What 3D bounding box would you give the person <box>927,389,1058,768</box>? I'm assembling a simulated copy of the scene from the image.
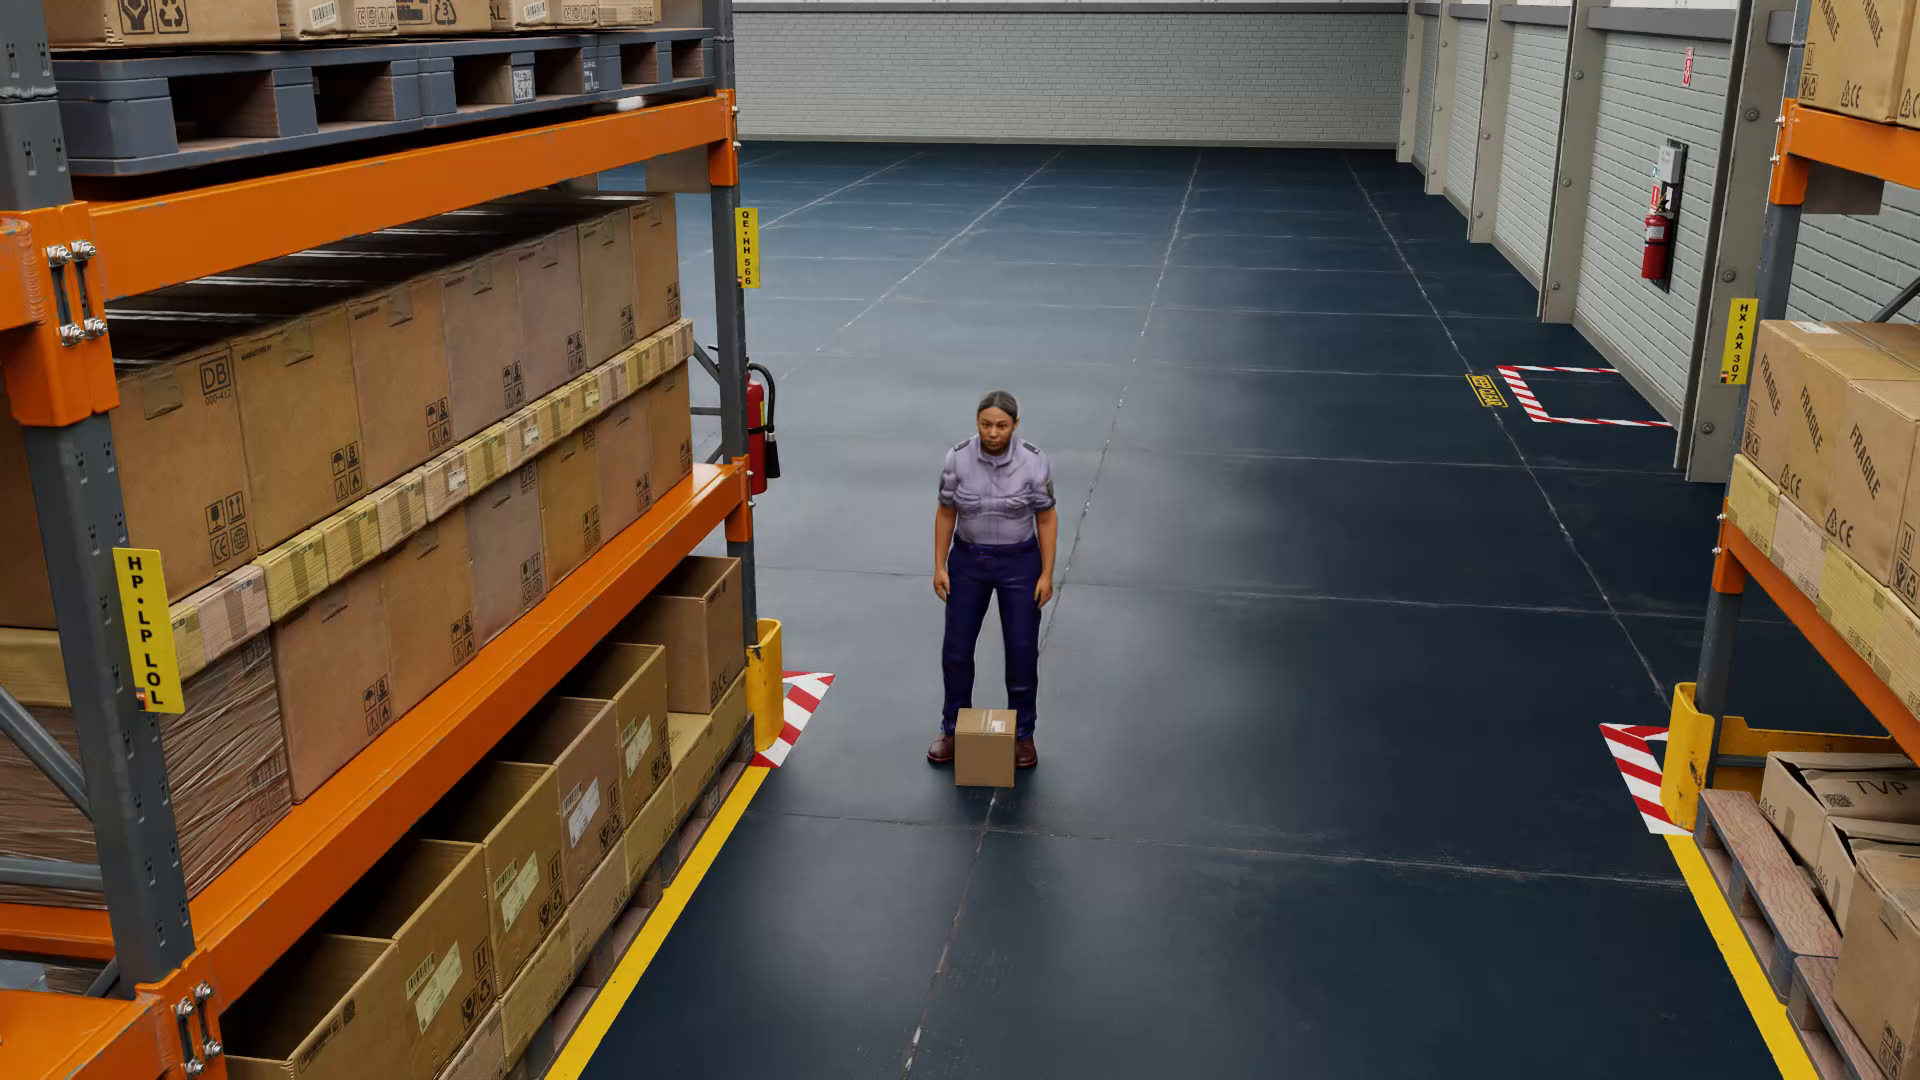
[{"bbox_3d":[0.140,0.148,7.113,0.541,1.652,0.368,3,18,9],"label":"person"}]
